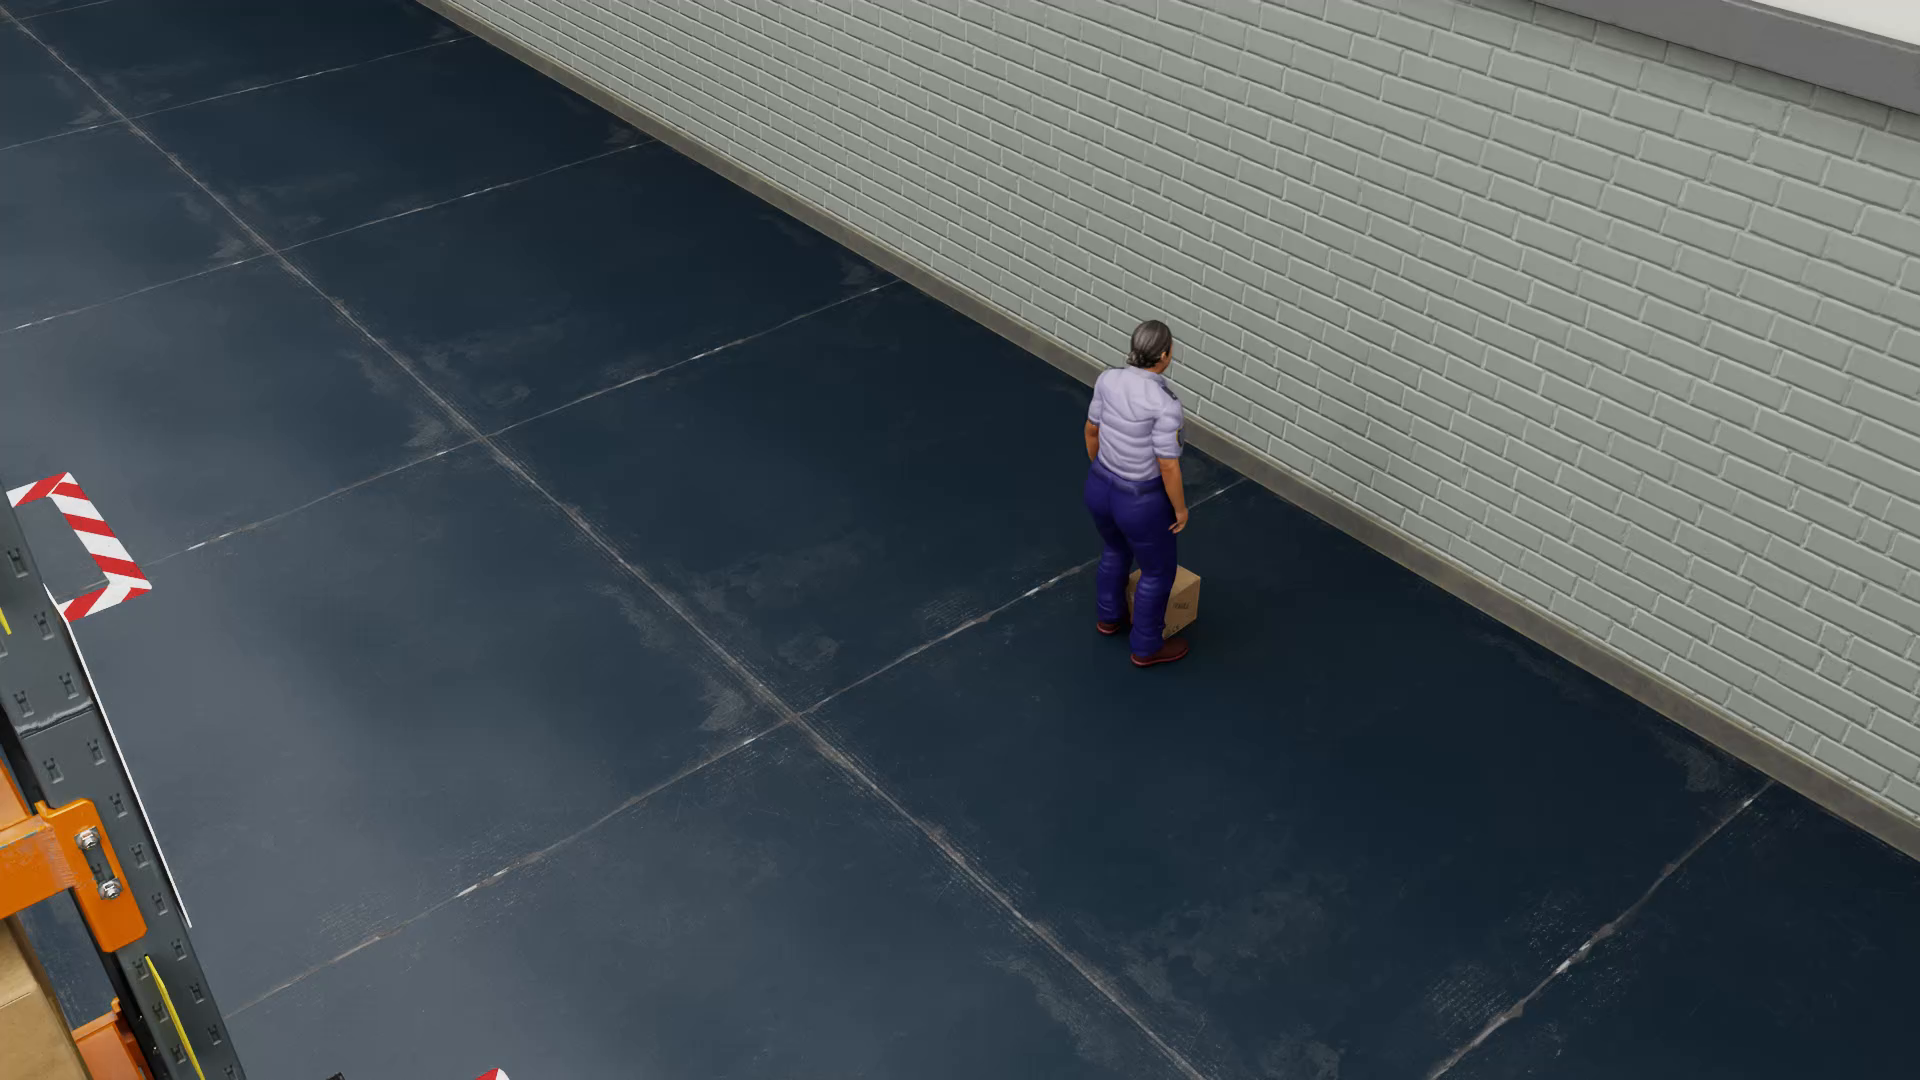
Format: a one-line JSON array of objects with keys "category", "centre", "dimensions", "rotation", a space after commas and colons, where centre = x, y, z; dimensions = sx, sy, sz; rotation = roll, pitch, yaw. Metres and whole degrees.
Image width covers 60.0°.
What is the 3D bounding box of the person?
[{"category": "person", "centre": [0.796, -0.211, 7.371], "dimensions": [0.417, 1.652, 0.560], "rotation": [-28, 45, -33]}]
